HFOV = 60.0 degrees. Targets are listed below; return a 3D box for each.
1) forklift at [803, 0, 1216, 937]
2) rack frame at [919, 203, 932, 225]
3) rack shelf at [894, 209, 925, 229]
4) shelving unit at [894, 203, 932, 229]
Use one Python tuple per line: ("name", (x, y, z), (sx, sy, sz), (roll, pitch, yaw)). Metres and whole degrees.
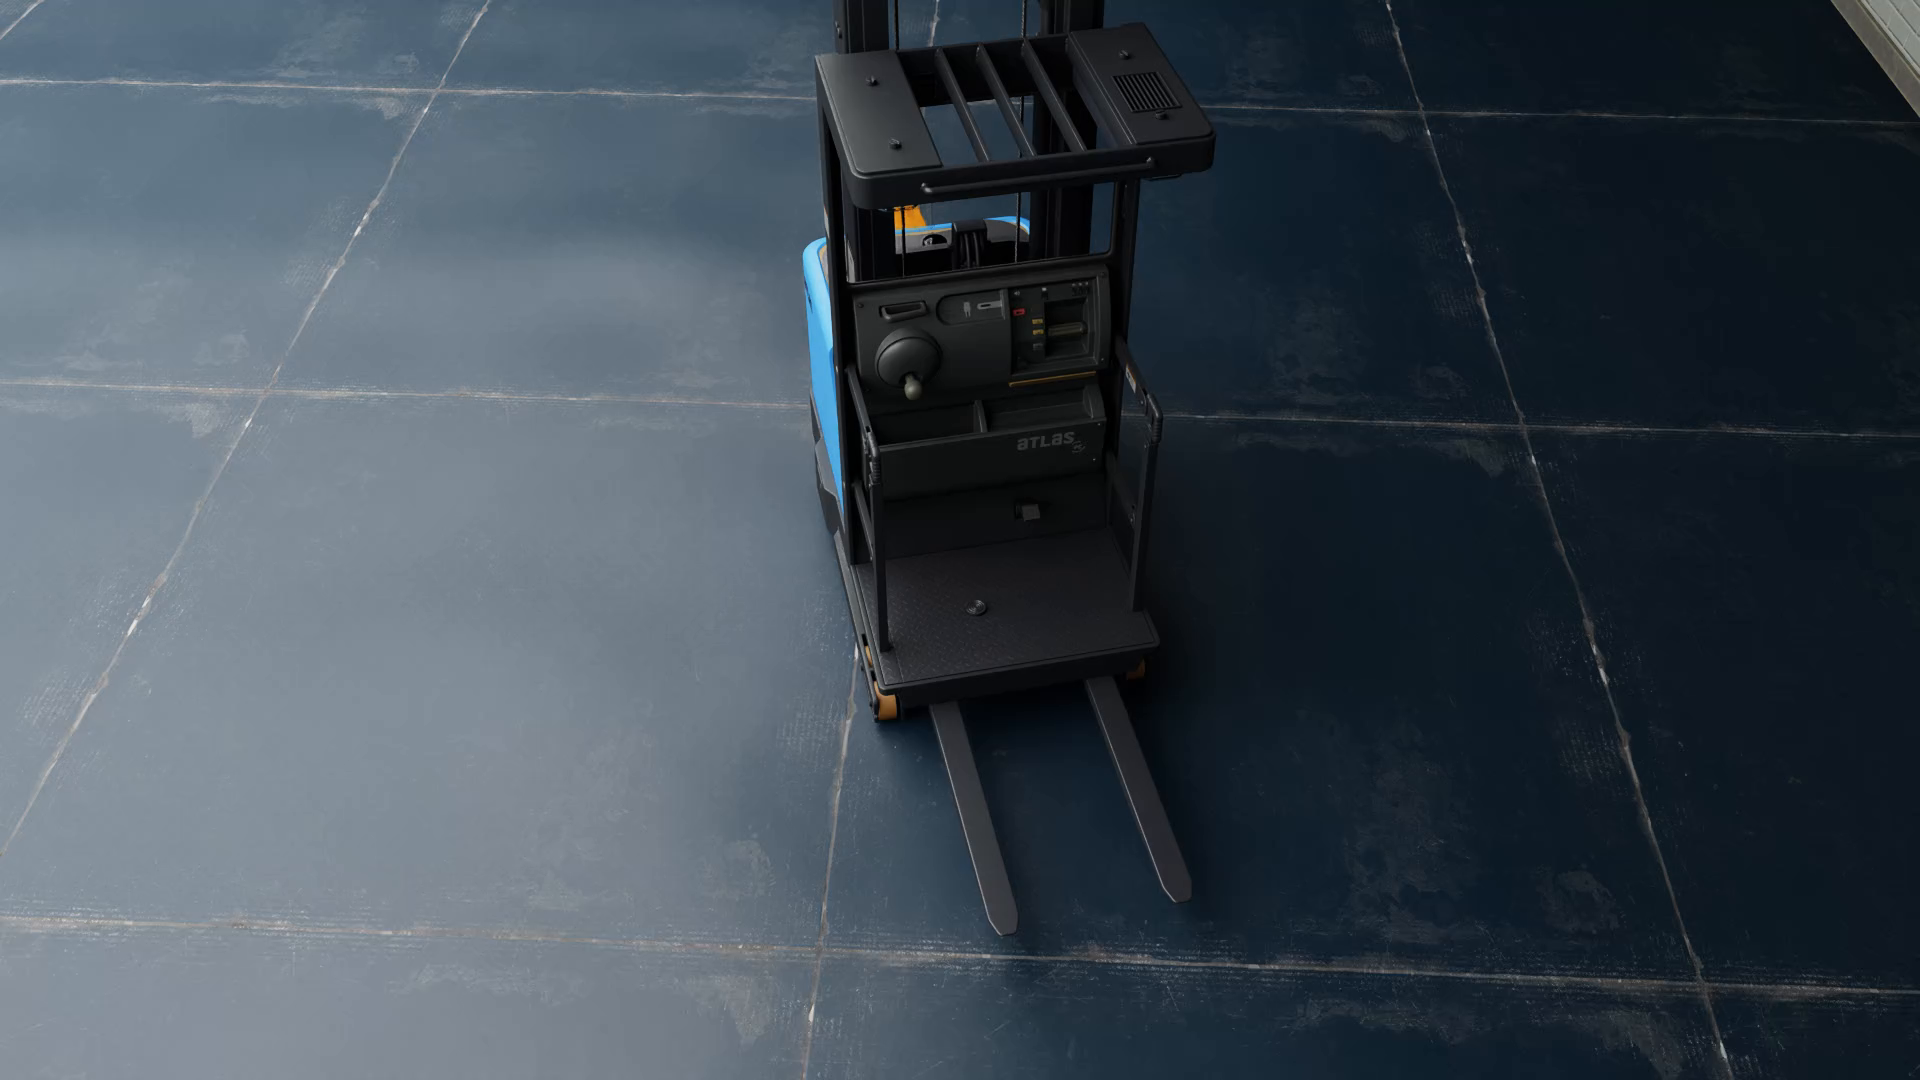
("forklift", (0.134, -0.653, 5.800), (1.130, 2.935, 3.031), (-8, 44, -9))
("rack frame", (-0.152, -1.139, 7.593), (0.006, 1.200, 0.240), (-9, 44, -10))
("rack shelf", (-0.241, -1.355, 7.362), (0.180, 0.103, 0.258), (-9, 44, -10))
("shelving unit", (-0.241, -1.124, 7.577), (0.189, 1.200, 0.258), (-9, 44, -10))
